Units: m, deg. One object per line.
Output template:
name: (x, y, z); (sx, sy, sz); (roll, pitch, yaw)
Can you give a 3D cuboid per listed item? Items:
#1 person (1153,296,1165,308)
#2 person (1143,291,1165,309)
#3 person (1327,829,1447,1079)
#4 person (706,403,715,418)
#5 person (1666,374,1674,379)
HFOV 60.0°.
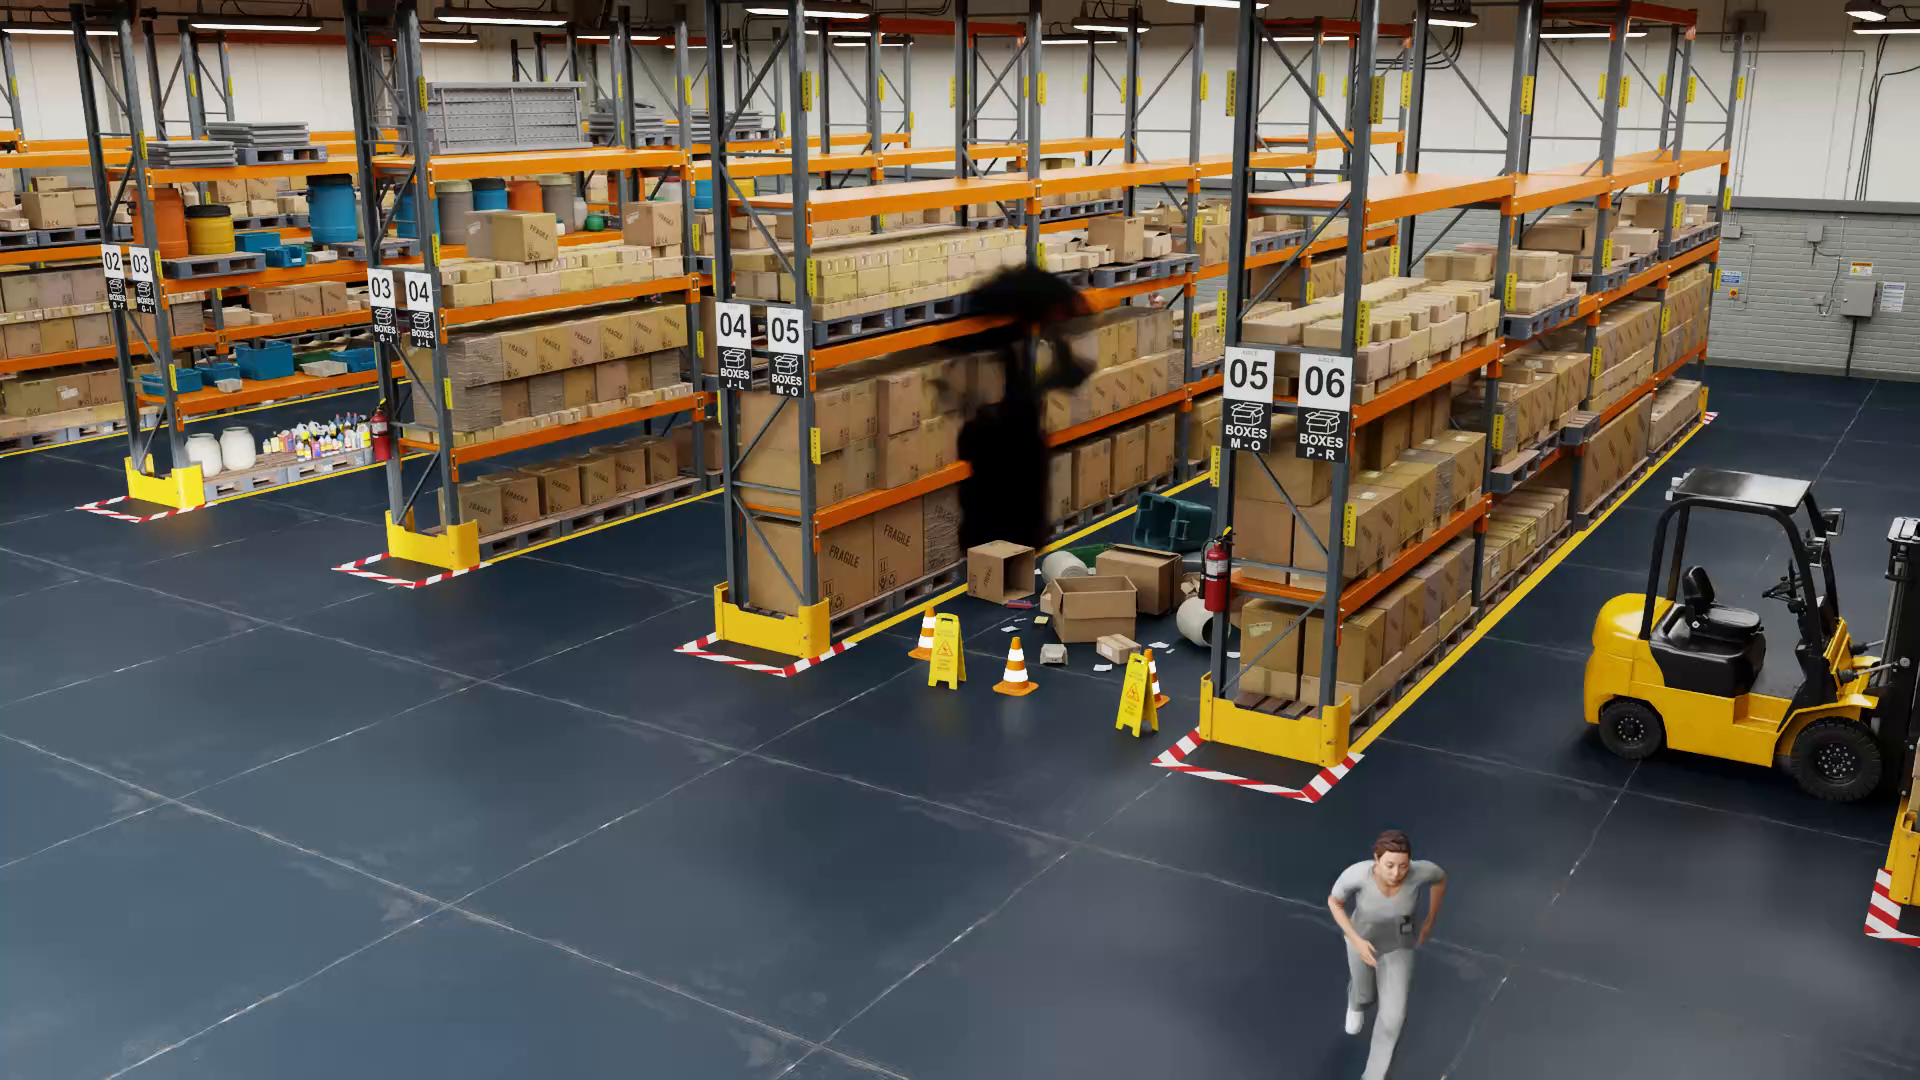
person: (3.313, -3.083, 27.053); (0.697, 1.779, 0.842); (12, 20, 37)
person: (3.372, -3.577, 29.076); (0.511, 1.570, 0.636); (8, 17, 27)
person: (2.187, 2.122, 8.689); (0.600, 1.624, 1.005); (1, 16, 4)
person: (-3.813, -2.623, 25.704); (0.548, 1.583, 0.757); (7, 17, 23)
person: (11.492, -3.055, 27.151); (0.606, 1.643, 0.556); (-14, 21, -41)
